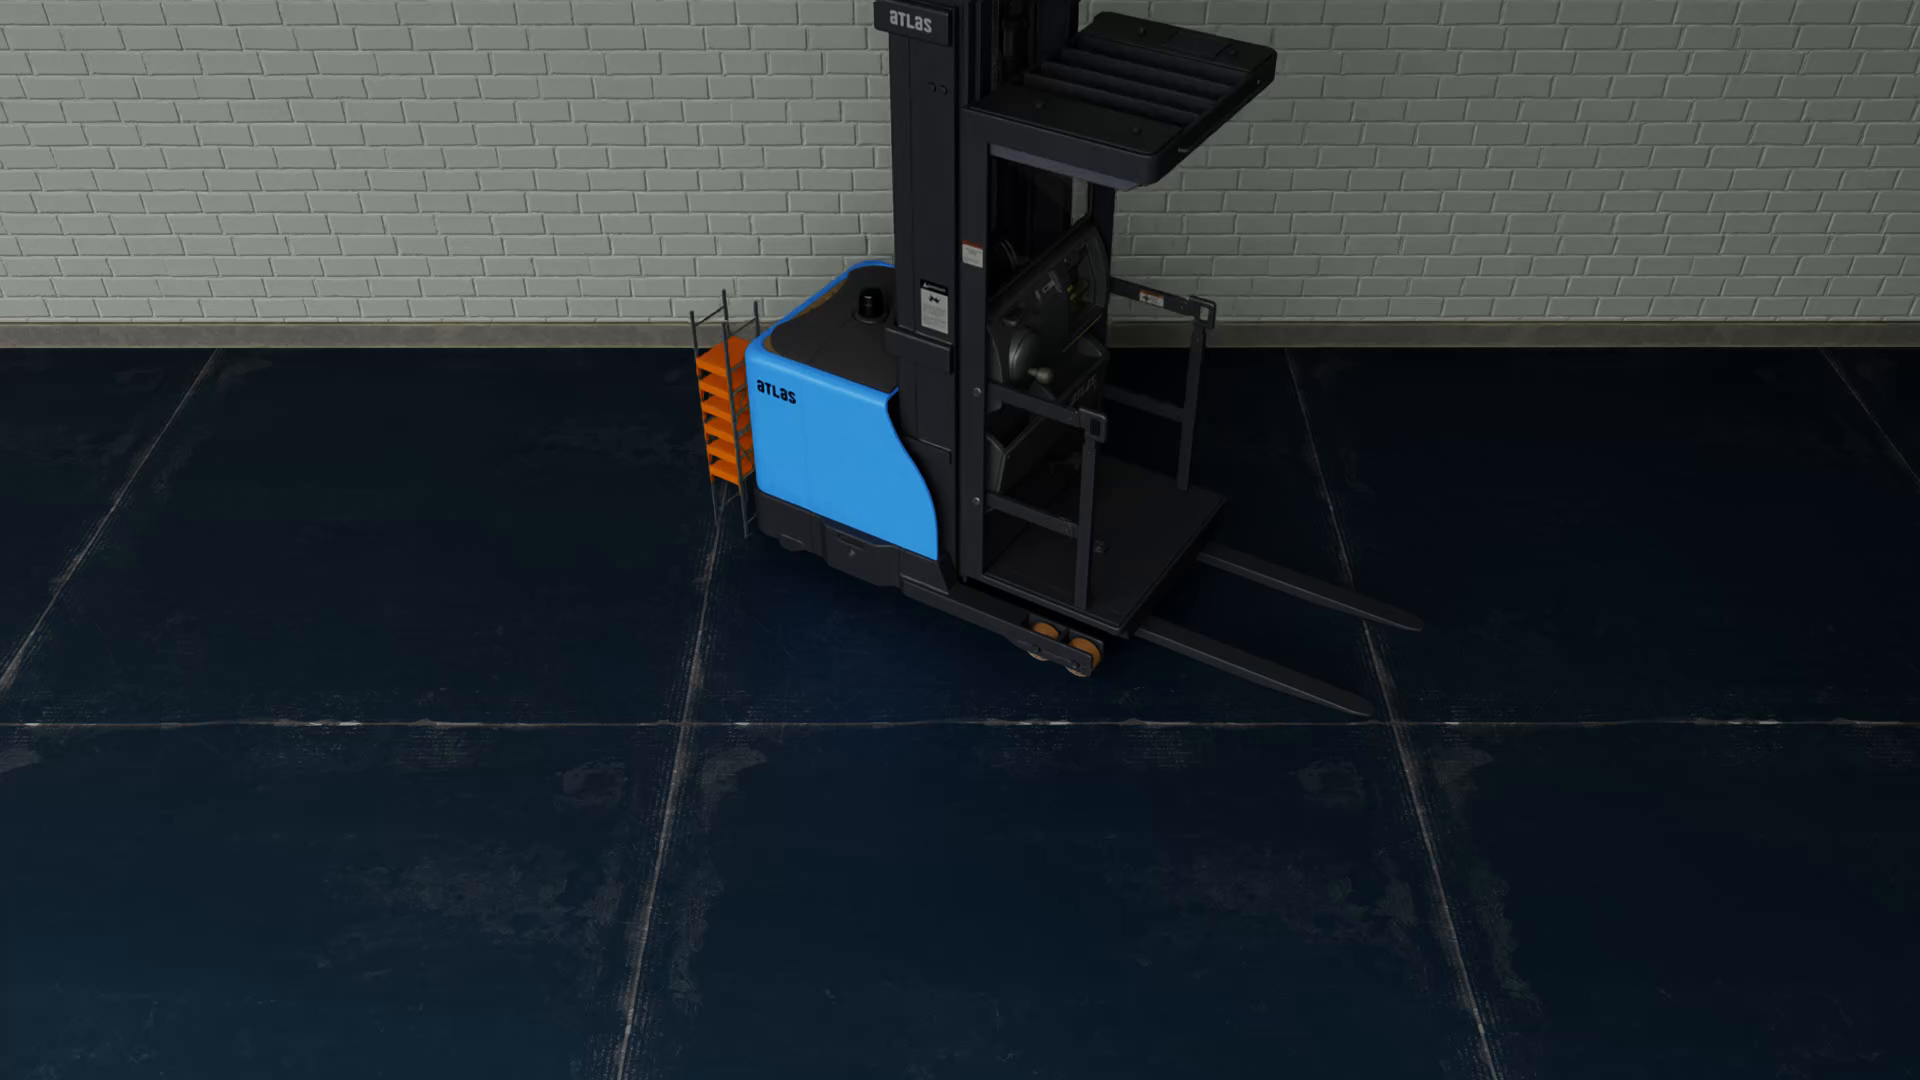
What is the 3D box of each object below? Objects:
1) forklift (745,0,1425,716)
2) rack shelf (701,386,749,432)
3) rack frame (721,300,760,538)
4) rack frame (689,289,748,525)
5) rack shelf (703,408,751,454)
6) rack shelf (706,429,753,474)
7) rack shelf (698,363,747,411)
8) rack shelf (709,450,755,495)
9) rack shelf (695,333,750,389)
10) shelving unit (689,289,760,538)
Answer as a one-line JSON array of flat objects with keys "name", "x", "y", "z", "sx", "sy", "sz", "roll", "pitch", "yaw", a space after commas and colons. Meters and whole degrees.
[{"name": "forklift", "x": 0.551, "y": -0.931, "z": 6.813, "sx": 3.031, "sy": 2.935, "sz": 1.130, "roll": 21, "pitch": 43, "yaw": 24}, {"name": "rack shelf", "x": -1.045, "y": -0.627, "z": 7.696, "sx": 0.180, "sy": 0.103, "sz": 0.258, "roll": 22, "pitch": 44, "yaw": 26}, {"name": "rack frame", "x": -0.968, "y": -0.537, "z": 7.704, "sx": 0.006, "sy": 1.200, "sz": 0.240, "roll": 22, "pitch": 44, "yaw": 26}, {"name": "rack frame", "x": -1.121, "y": -0.600, "z": 7.783, "sx": 0.006, "sy": 1.200, "sz": 0.240, "roll": 22, "pitch": 44, "yaw": 26}, {"name": "rack shelf", "x": -1.044, "y": -0.534, "z": 7.772, "sx": 0.180, "sy": 0.103, "sz": 0.258, "roll": 22, "pitch": 44, "yaw": 26}, {"name": "rack shelf", "x": -1.044, "y": -0.441, "z": 7.847, "sx": 0.180, "sy": 0.103, "sz": 0.258, "roll": 22, "pitch": 44, "yaw": 26}, {"name": "rack shelf", "x": -1.046, "y": -0.721, "z": 7.620, "sx": 0.180, "sy": 0.103, "sz": 0.258, "roll": 22, "pitch": 44, "yaw": 26}, {"name": "rack shelf", "x": -1.043, "y": -0.348, "z": 7.923, "sx": 0.180, "sy": 0.103, "sz": 0.258, "roll": 22, "pitch": 44, "yaw": 26}, {"name": "rack shelf", "x": -1.046, "y": -0.814, "z": 7.545, "sx": 0.180, "sy": 0.103, "sz": 0.258, "roll": 22, "pitch": 44, "yaw": 26}, {"name": "shelving unit", "x": -1.045, "y": -0.569, "z": 7.744, "sx": 0.189, "sy": 1.200, "sz": 0.258, "roll": 22, "pitch": 44, "yaw": 26}]
